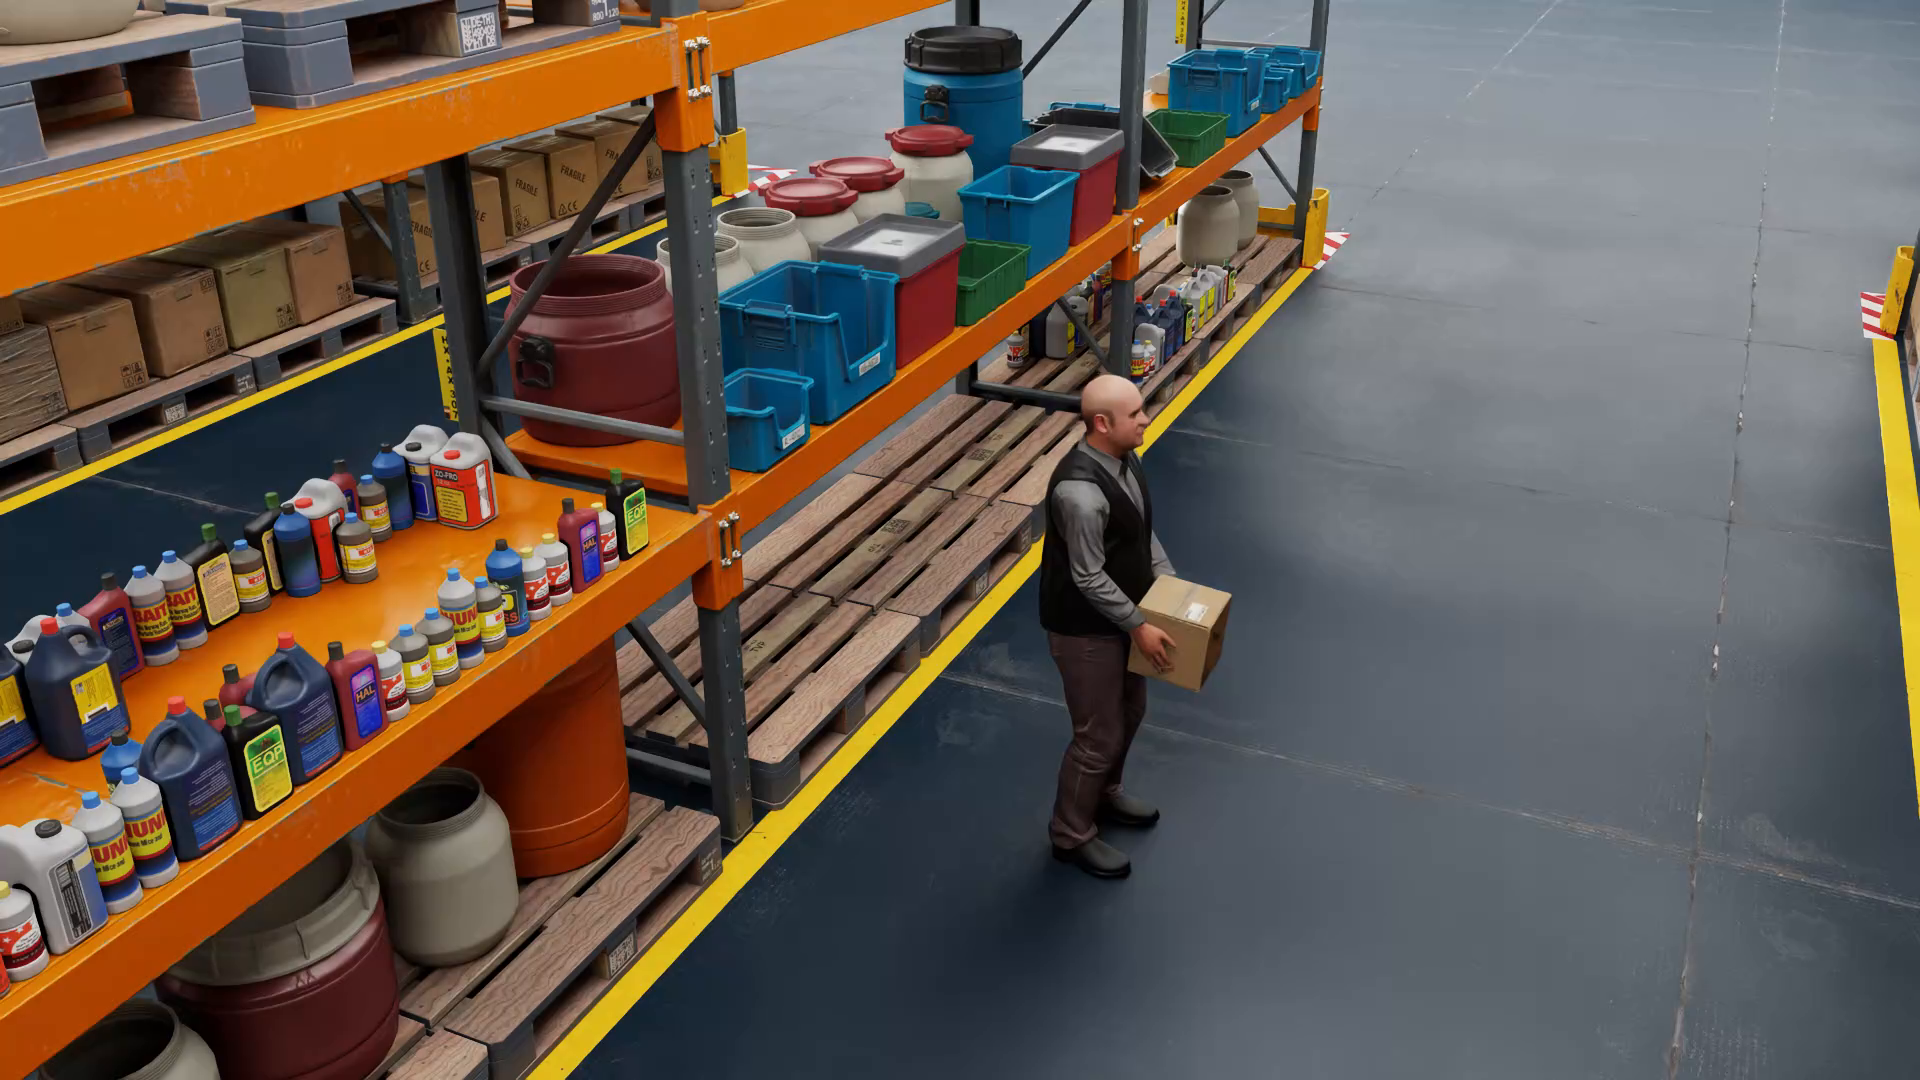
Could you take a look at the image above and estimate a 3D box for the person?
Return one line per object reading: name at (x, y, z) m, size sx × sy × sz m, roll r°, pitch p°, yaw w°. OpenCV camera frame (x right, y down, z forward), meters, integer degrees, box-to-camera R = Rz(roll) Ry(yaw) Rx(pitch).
person at (0.523, 0.277, 5.564) m, size 0.504 × 1.727 × 0.539 m, roll 11°, pitch 28°, yaw 21°
